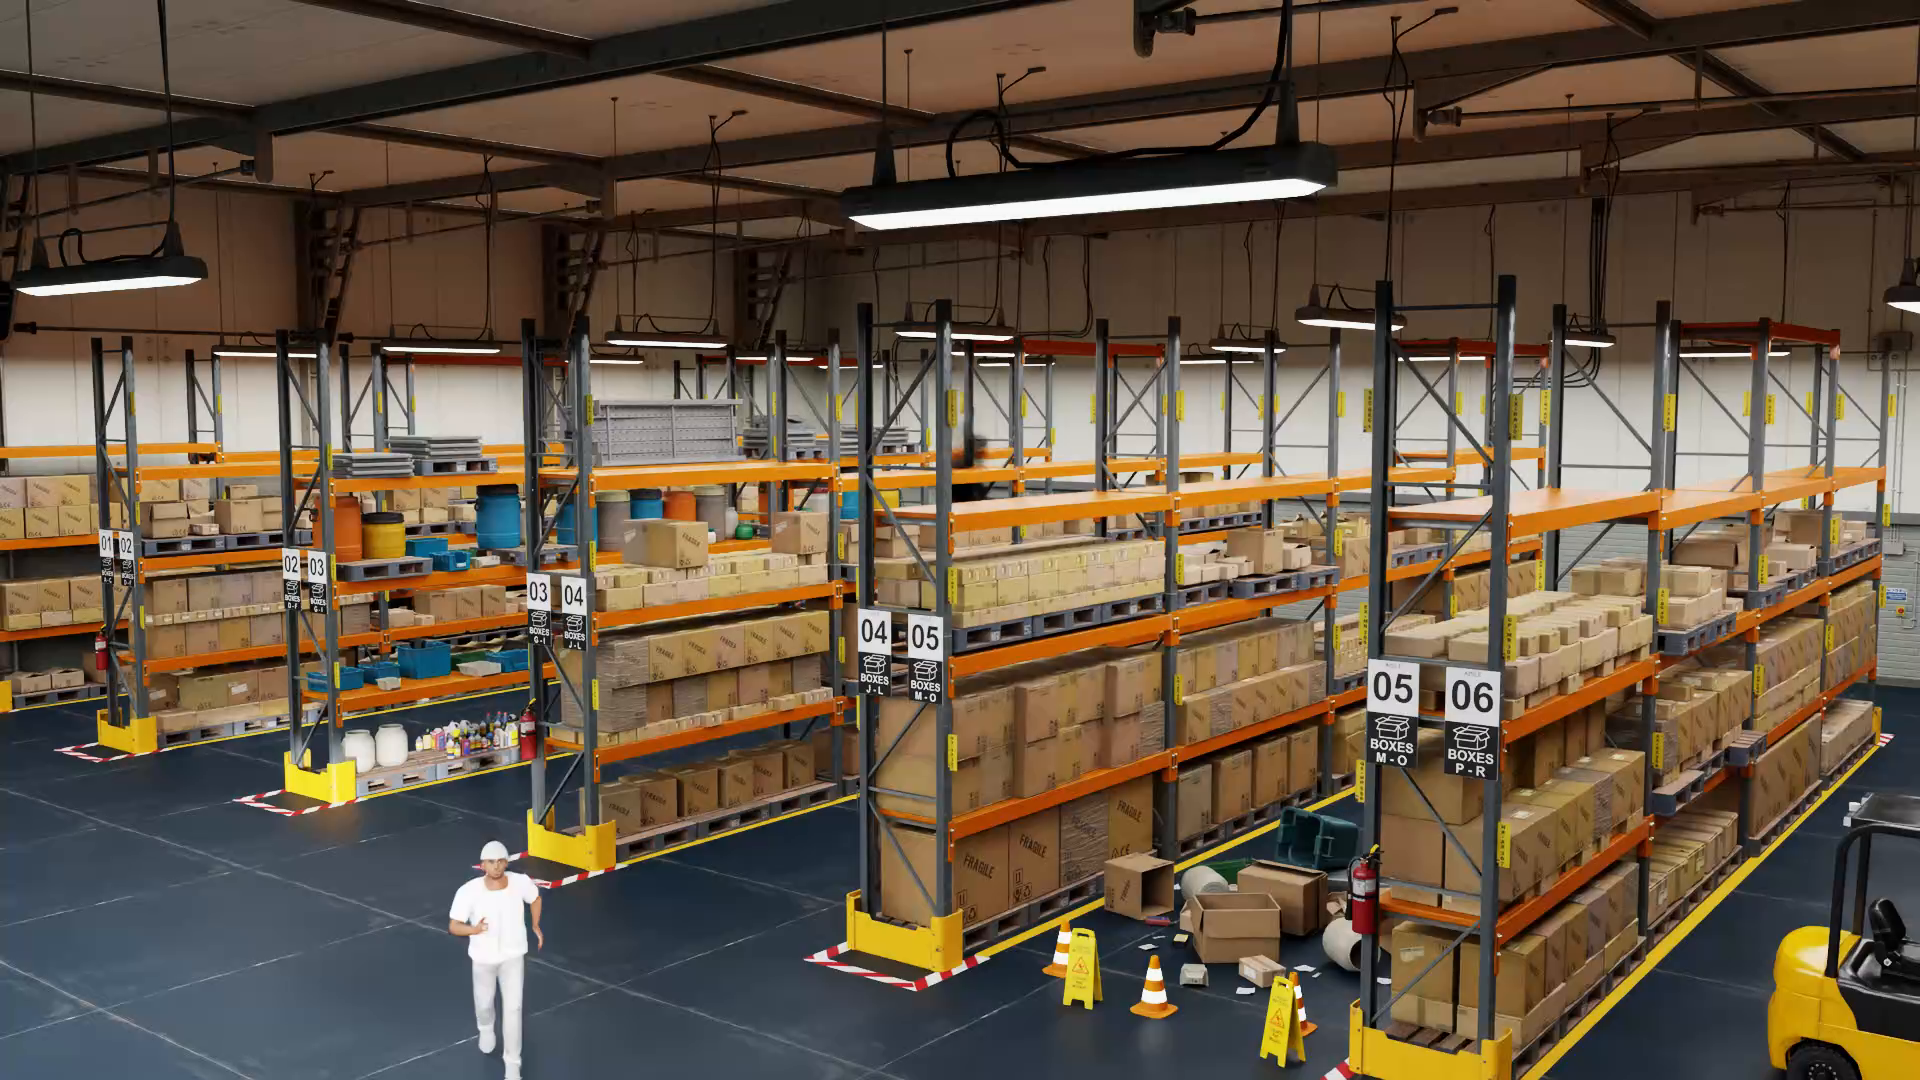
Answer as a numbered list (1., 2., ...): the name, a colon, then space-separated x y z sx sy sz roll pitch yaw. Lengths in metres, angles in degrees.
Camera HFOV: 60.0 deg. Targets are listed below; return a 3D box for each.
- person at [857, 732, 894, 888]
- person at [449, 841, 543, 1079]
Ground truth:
1. person: -0.826 2.834 17.589 0.587 1.615 0.580 3 6 29
2. person: -3.510 3.159 12.625 0.697 1.757 0.960 -2 5 -18
